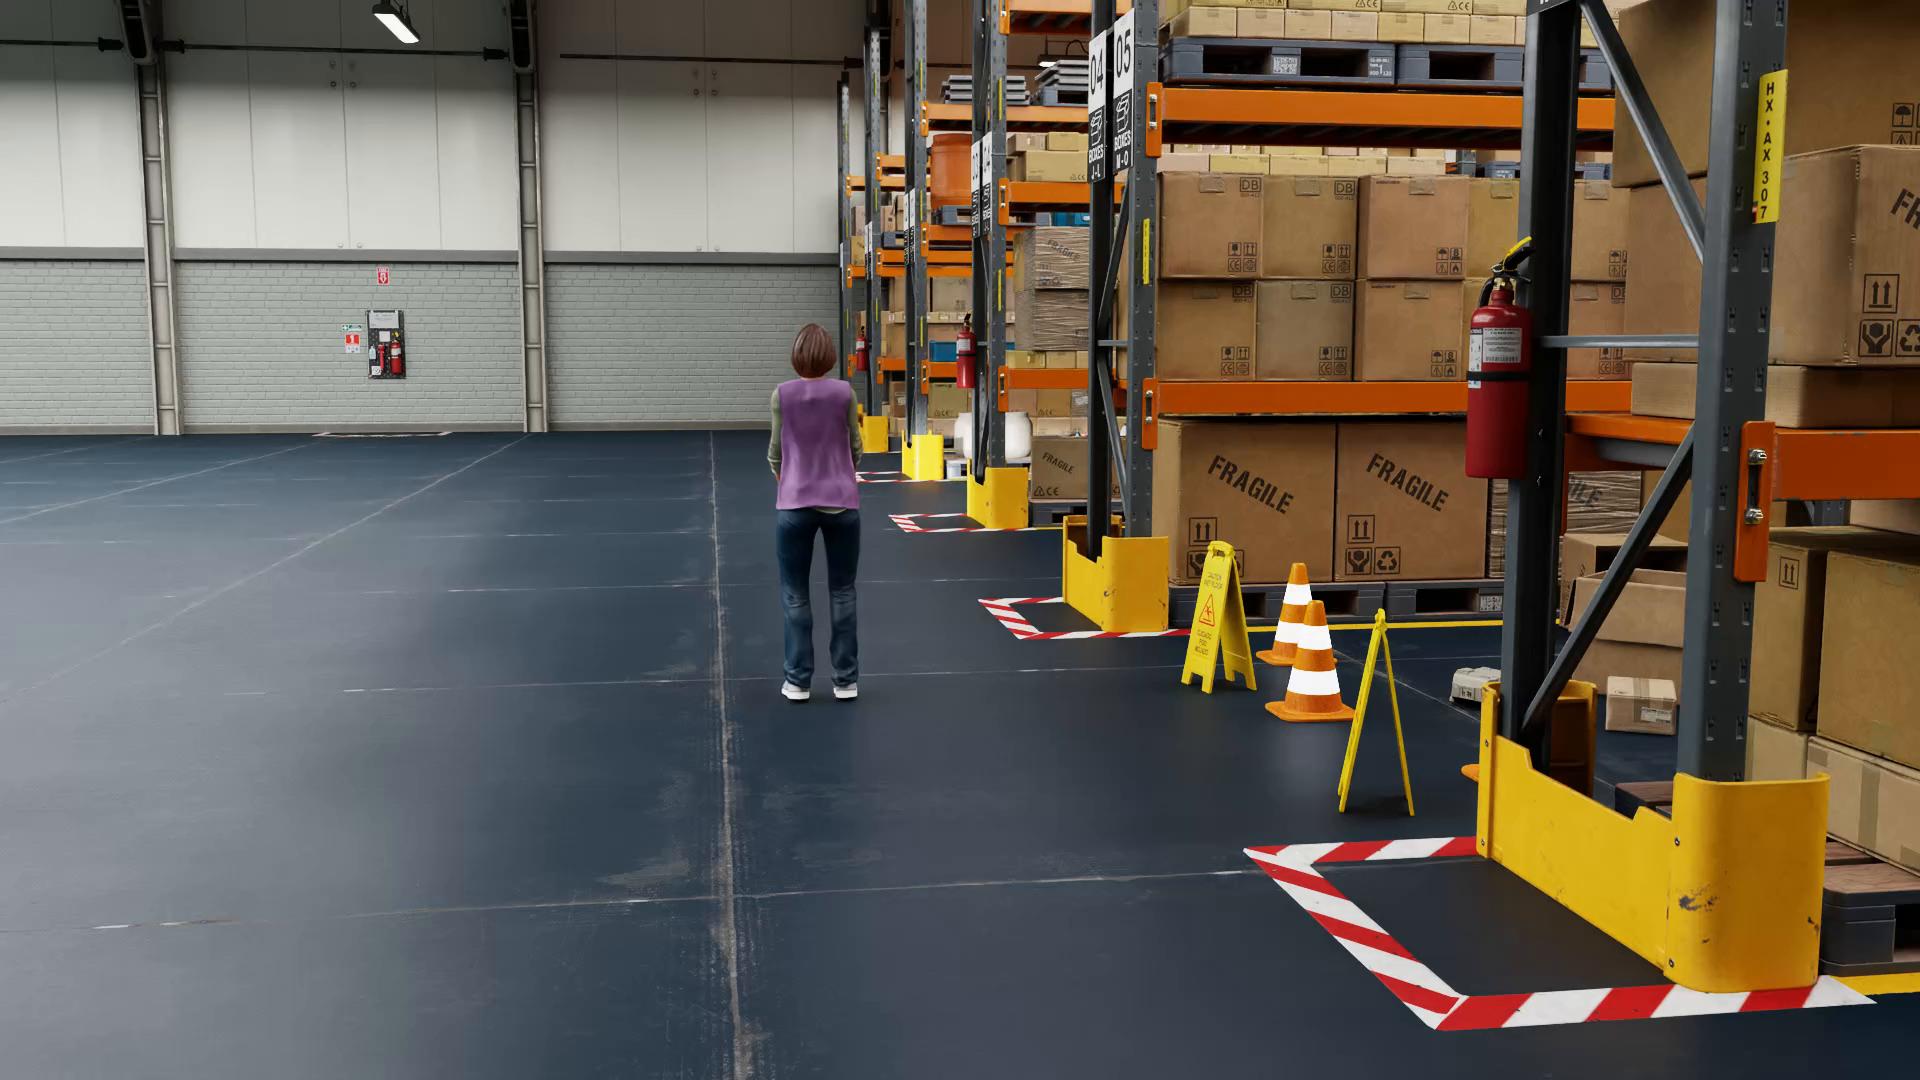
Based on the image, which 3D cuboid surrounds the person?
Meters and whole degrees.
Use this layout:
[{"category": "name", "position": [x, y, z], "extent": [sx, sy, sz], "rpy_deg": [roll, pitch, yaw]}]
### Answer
[{"category": "person", "position": [-0.614, -0.123, 7.096], "extent": [0.405, 1.589, 0.495], "rpy_deg": [-1, 7, -8]}]
